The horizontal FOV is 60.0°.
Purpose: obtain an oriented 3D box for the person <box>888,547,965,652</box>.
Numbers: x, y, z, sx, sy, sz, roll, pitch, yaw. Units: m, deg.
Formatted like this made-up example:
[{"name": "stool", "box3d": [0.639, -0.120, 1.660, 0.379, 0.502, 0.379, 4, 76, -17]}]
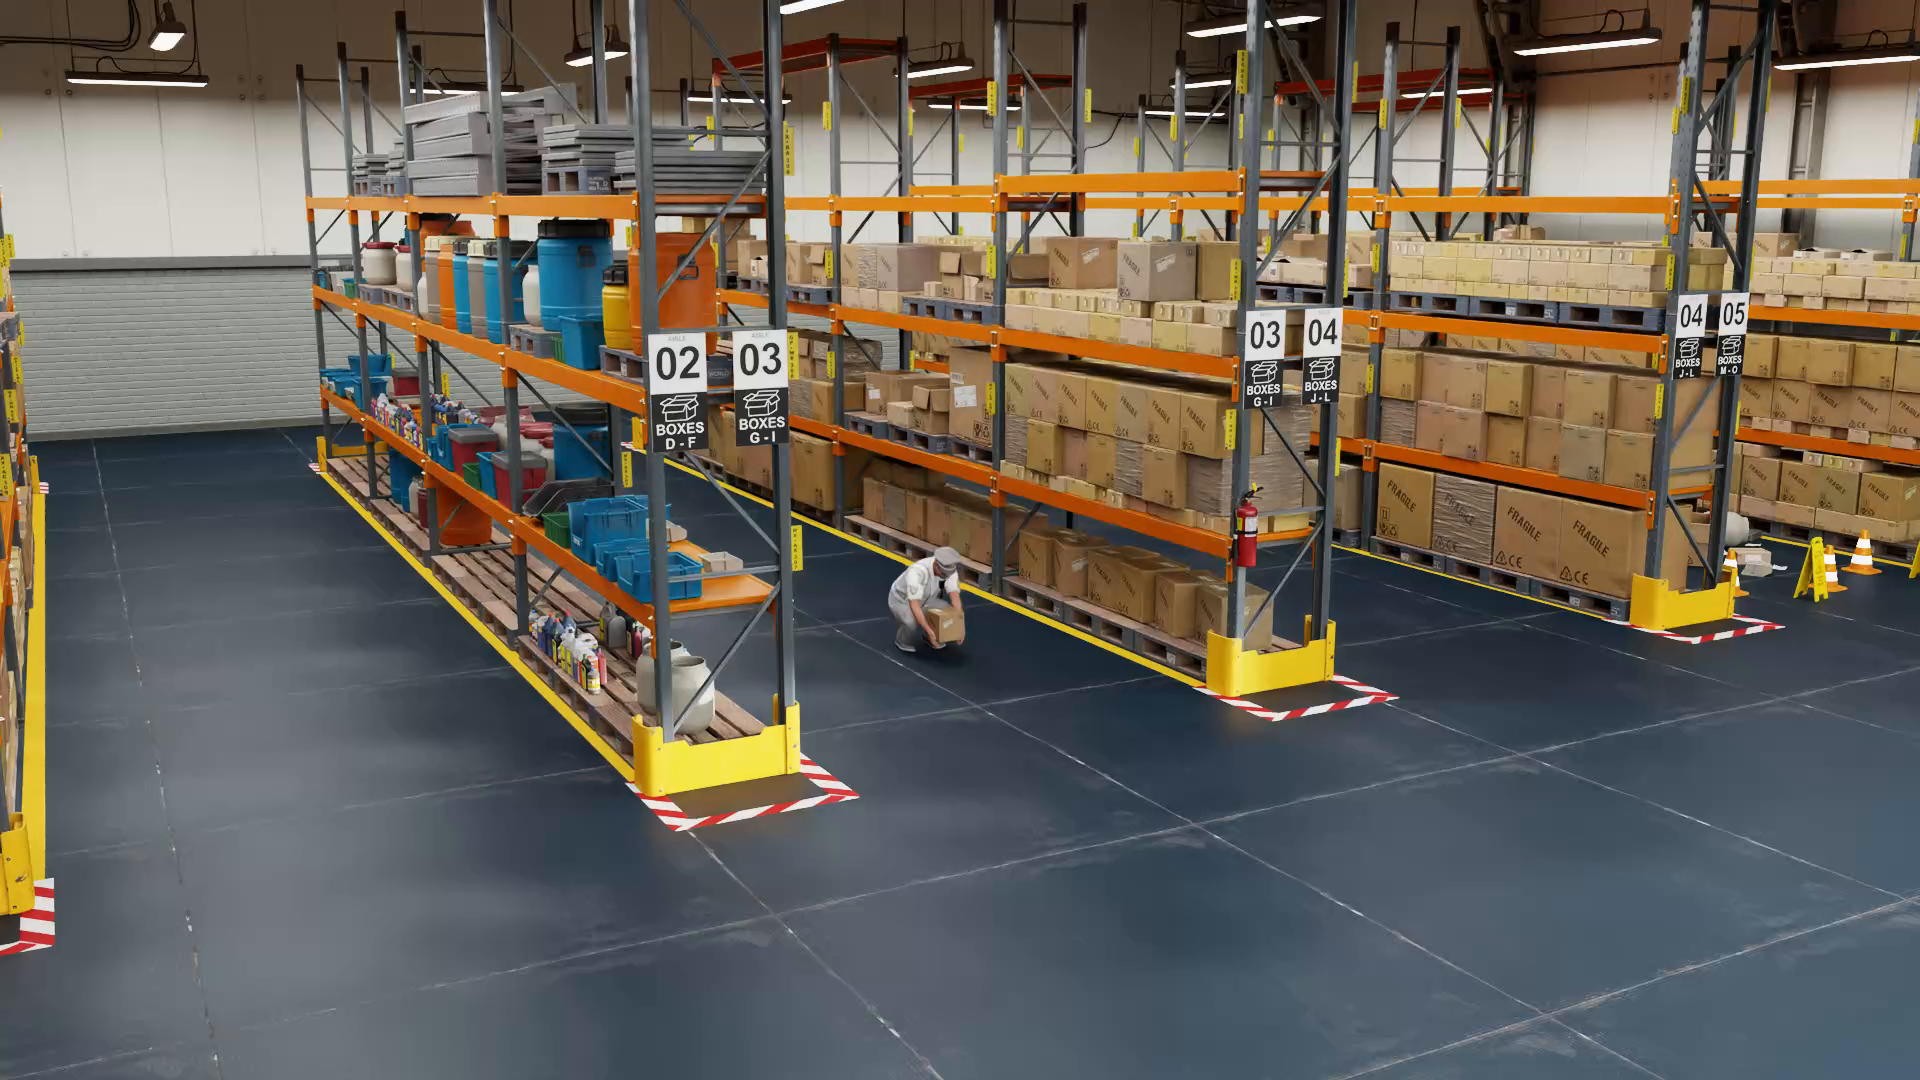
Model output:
[{"name": "person", "box3d": [-0.302, 0.528, 15.239, 0.550, 1.011, 0.901, -6, 13, -28]}]
